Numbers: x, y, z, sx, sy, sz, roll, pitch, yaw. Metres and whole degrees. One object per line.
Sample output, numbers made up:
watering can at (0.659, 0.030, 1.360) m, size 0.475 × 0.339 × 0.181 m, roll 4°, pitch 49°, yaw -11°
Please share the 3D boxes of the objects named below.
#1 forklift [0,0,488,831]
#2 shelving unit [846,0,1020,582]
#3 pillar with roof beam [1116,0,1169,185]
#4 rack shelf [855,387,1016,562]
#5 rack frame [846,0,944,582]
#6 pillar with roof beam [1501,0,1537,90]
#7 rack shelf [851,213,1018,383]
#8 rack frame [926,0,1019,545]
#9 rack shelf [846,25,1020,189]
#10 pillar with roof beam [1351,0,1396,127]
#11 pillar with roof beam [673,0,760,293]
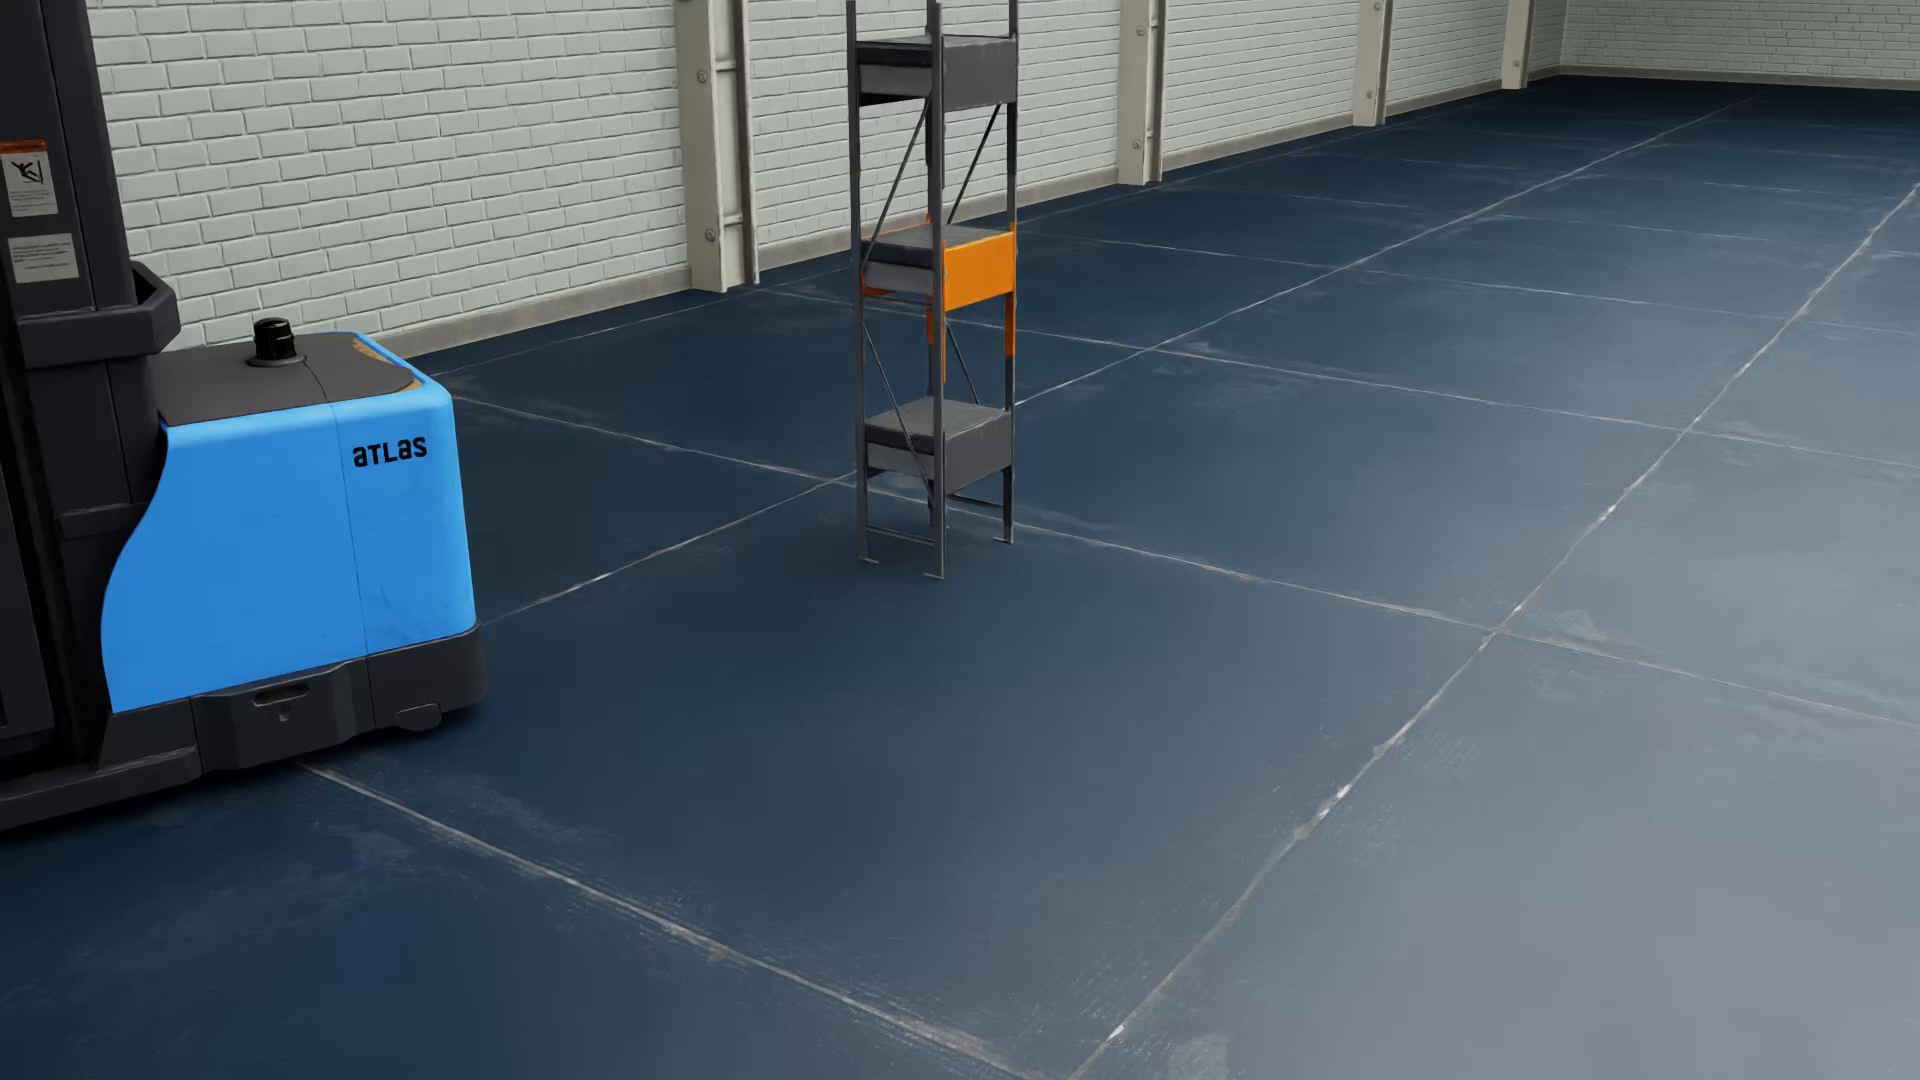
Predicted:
forklift at (-2.993, -0.662, 4.329) m, size 3.031 × 2.935 × 1.130 m, roll -13°, pitch 24°, yaw -32°
shelving unit at (-0.093, -0.937, 6.272) m, size 0.431 × 2.100 × 0.503 m, roll 13°, pitch 24°, yaw 32°
pillar with roof beam at (5.298, -6.872, 12.372) m, size 9.100 × 9.000 × 0.400 m, roll 13°, pitch 24°, yaw 32°
rack shelf at (-0.093, -0.268, 6.520) m, size 0.431 × 0.518 × 0.480 m, roll 13°, pitch 24°, yaw 32°
rack frame at (-0.230, -0.867, 6.083) m, size 0.400 × 2.100 × 0.015 m, roll 13°, pitch 24°, yaw 32°
pillar with roof beam at (12.044, -10.315, 21.680) m, size 9.100 × 9.000 × 0.400 m, roll 13°, pitch 24°, yaw 32°
rack shelf at (-0.093, -0.925, 6.277) m, size 0.431 × 0.518 × 0.480 m, roll 13°, pitch 24°, yaw 32°
rack frame at (0.044, -1.007, 6.462) m, size 0.400 × 2.100 × 0.015 m, roll 13°, pitch 24°, yaw 32°
rack shelf at (-0.093, -1.581, 6.034) m, size 0.431 × 0.518 × 0.480 m, roll 13°, pitch 24°, yaw 32°
pillar with roof beam at (8.671, -8.593, 17.026) m, size 9.100 × 9.000 × 0.400 m, roll 13°, pitch 24°, yaw 32°
pillar with roof beam at (1.925, -5.150, 7.718) m, size 9.100 × 9.000 × 0.400 m, roll 13°, pitch 24°, yaw 32°
